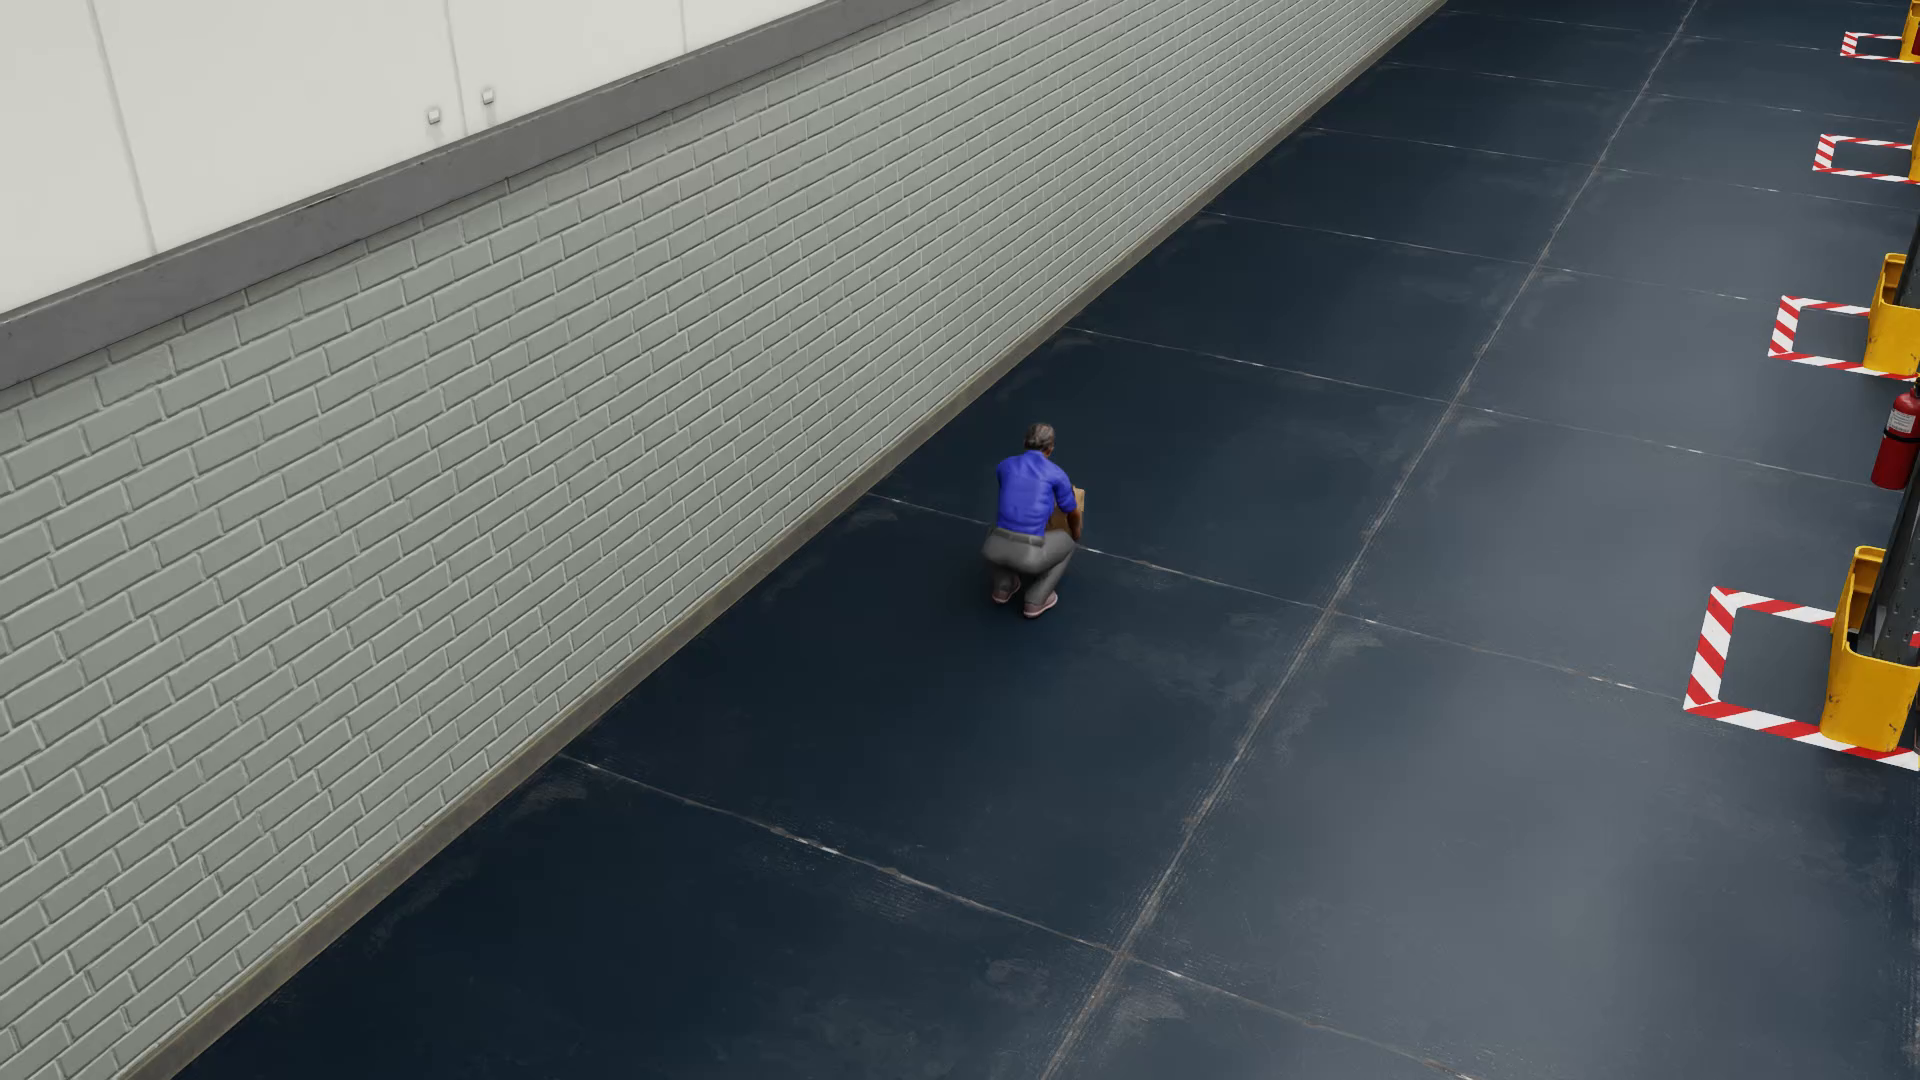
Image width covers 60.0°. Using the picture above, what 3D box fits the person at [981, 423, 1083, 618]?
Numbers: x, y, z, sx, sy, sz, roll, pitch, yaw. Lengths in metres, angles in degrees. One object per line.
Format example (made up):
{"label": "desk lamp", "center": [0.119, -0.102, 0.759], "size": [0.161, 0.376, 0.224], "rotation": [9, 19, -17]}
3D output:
{"label": "person", "center": [0.401, -0.122, 9.225], "size": [0.465, 0.945, 0.830], "rotation": [14, 33, 22]}
